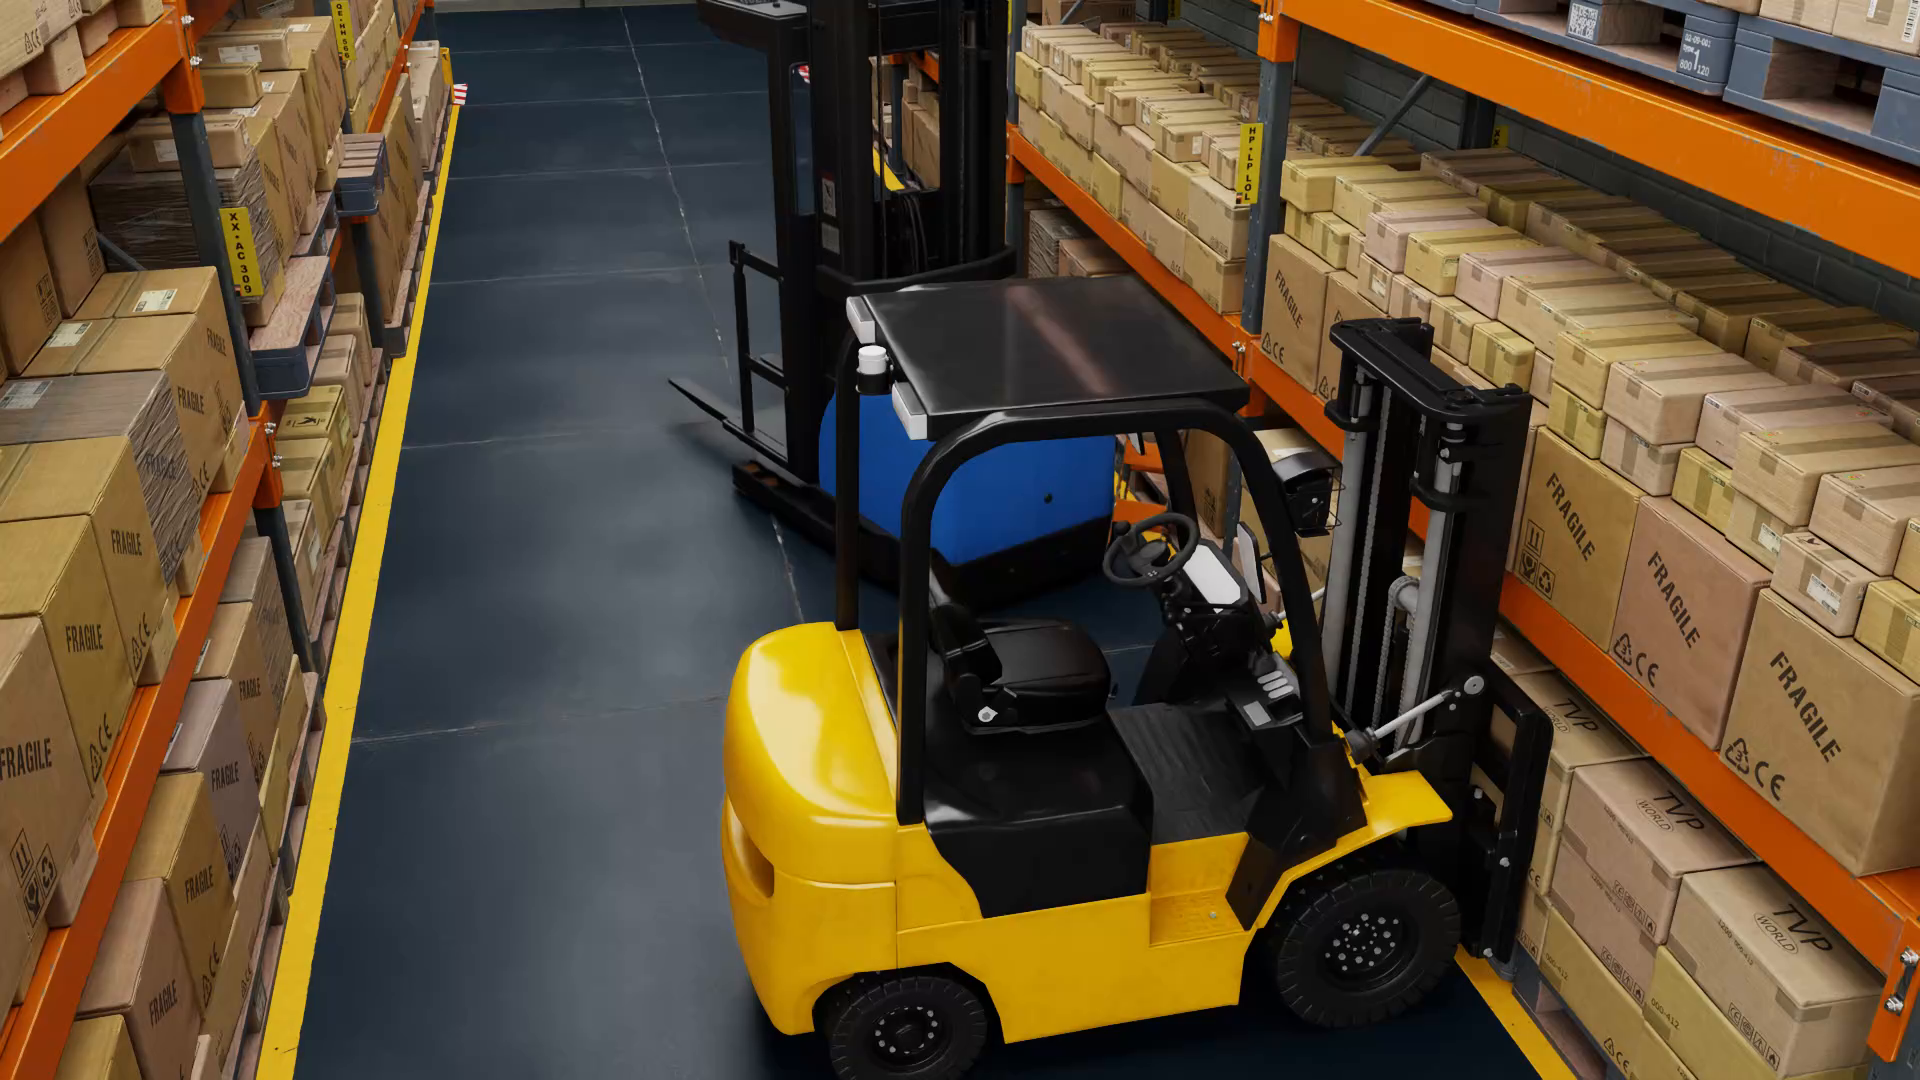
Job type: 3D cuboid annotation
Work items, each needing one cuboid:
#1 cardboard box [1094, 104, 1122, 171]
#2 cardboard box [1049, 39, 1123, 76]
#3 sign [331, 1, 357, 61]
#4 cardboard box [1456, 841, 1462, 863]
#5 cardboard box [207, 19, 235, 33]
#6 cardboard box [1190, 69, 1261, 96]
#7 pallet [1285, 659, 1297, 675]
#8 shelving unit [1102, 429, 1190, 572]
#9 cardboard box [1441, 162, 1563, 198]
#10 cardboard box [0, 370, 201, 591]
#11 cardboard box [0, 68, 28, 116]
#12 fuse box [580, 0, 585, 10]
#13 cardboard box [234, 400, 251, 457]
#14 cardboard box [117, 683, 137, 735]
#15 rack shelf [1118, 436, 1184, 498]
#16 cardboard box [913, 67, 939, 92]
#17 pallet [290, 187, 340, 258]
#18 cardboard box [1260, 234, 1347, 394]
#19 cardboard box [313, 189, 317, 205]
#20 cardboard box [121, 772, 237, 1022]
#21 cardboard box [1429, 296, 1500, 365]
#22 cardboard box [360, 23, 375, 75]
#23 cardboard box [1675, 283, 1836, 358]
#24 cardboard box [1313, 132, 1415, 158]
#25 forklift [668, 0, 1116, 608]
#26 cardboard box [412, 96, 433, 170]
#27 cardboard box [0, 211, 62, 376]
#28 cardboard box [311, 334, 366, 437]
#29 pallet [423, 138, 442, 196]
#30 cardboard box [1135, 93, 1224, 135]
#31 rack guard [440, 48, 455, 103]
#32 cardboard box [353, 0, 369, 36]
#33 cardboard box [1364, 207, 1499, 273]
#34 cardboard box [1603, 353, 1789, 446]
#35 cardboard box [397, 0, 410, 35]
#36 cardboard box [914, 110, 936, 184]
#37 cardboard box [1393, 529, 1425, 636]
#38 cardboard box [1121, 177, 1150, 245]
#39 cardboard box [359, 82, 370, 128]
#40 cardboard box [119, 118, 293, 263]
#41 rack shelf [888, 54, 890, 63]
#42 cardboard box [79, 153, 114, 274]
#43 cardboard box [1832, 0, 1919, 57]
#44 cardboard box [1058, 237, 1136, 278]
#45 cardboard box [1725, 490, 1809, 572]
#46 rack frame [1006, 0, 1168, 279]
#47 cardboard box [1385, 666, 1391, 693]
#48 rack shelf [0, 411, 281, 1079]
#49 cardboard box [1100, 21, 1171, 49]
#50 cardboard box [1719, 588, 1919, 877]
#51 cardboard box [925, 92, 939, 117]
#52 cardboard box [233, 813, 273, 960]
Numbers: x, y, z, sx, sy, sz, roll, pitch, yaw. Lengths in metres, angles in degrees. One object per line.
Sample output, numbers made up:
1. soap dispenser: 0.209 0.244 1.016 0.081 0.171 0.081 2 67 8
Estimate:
1. cardboard box: 1.015 -2.121 8.736 0.500 0.250 0.500 -6 27 -11
2. cardboard box: 0.731 -2.795 9.628 0.380 0.149 0.250 -5 27 -10
3. sign: -3.507 -2.893 9.456 0.100 0.325 0.005 -6 27 -12
4. cardboard box: 1.845 0.854 5.814 0.500 0.250 0.500 -5 27 -10
5. cardboard box: -4.158 -2.496 8.960 0.500 0.500 0.500 -7 28 -13
6. cardboard box: 1.437 -2.398 8.841 0.380 0.149 0.250 -5 27 -10
7. pallet: 1.841 0.496 7.033 1.003 0.211 1.213 -6 27 -12
8. shelving unit: 0.899 -0.338 7.792 0.252 1.050 0.215 9 -4 17
9. cardboard box: 2.085 -1.345 6.425 0.380 0.149 0.250 -7 28 -13
10. cardboard box: -2.546 -0.151 4.780 0.500 0.500 0.500 -5 27 -10
11. cardboard box: -2.570 -1.140 4.130 0.380 0.149 0.250 -5 27 -10
12. fuse box: -5.051 -7.912 22.026 0.539 1.711 0.414 -6 27 -12
13. cardboard box: -2.763 -0.374 5.941 0.380 0.149 0.250 -6 27 -12
14. cardboard box: -2.409 0.413 4.382 0.380 0.149 0.250 -7 28 -13
15. rack shelf: 0.897 -0.328 7.792 0.240 0.259 0.215 9 -4 17
16. cardboard box: -0.173 -3.814 13.736 0.380 0.149 0.250 -7 28 -14
17. pallet: -3.548 -1.402 7.911 1.003 0.211 1.213 -6 27 -12
18. cardboard box: 1.548 -0.925 6.643 0.500 0.500 0.500 -7 28 -13
19. cardboard box: -3.304 -1.636 7.974 0.380 0.149 0.250 -7 28 -13
20. cardboard box: -2.376 1.022 4.649 0.500 0.500 0.500 -5 27 -11
21. cardboard box: 1.779 -0.705 5.487 0.380 0.149 0.250 -7 28 -13
22. cardboard box: -4.123 -3.203 10.879 0.500 0.250 0.500 -6 27 -12
23. cardboard box: 2.416 -0.664 5.076 0.380 0.149 0.250 -6 27 -11
24. cardboard box: 1.823 -1.735 7.528 0.380 0.149 0.250 -7 28 -13
25. forklift: -0.532 -1.585 8.138 1.130 2.935 3.031 -18 32 -32
26. cardboard box: -4.972 -3.439 14.111 0.875 0.438 0.875 -6 27 -12
27. cardboard box: -3.151 -0.779 4.913 0.700 0.500 0.500 -6 27 -11
28. cardboard box: -3.742 -0.795 8.946 0.950 0.372 0.625 -6 27 -13
29. pallet: -5.030 -3.205 14.366 1.003 0.211 1.213 -6 27 -12
30. cardboard box: 1.093 -2.122 8.294 0.380 0.149 0.250 -6 27 -11
31. rack guard: -5.842 -4.759 17.124 1.175 0.500 0.348 -6 27 -12
32. cardboard box: -4.129 -3.530 10.695 0.500 0.500 0.500 -5 27 -10
33. cardboard box: 1.657 -1.059 5.858 0.380 0.149 0.250 -5 27 -10
34. cardboard box: 1.997 -0.386 4.525 0.380 0.149 0.250 -5 27 -10
35. cardboard box: -4.786 -4.386 13.499 0.500 0.500 0.500 -5 27 -10
36. cardboard box: -0.081 -3.218 13.604 0.500 0.500 0.500 -6 27 -12
37. cardboard box: 1.735 0.179 6.043 0.500 0.250 0.500 -5 27 -10
38. cardboard box: 1.134 -1.671 8.398 0.500 0.250 0.500 -6 27 -11
39. cardboard box: -4.032 -2.749 10.535 0.500 0.250 0.500 -7 28 -13
40. cardboard box: -3.072 -1.416 6.819 0.500 0.500 0.500 -6 27 -11
41. rack shelf: -0.551 -5.171 15.964 1.077 0.370 4.000 -6 27 -12
42. cardboard box: -3.460 -1.141 6.274 0.500 0.500 0.500 -6 27 -13
43. cardboard box: 2.122 -1.138 3.549 0.380 0.149 0.250 -7 28 -13
44. cardboard box: 1.084 -1.424 9.912 0.875 0.625 0.625 -5 27 -10
45. cardboard box: 2.168 -0.033 4.156 0.380 0.149 0.250 -5 27 -11
46. rack frame: 0.801 -2.858 10.584 1.000 3.000 0.127 -6 27 -12
47. cardboard box: 1.729 0.401 6.157 0.500 0.250 0.500 -6 27 -12
48. rack shelf: -2.682 0.603 4.525 1.077 0.370 4.000 -6 27 -12
49. cardboard box: 1.072 -3.070 10.173 0.380 0.149 0.250 -5 27 -10
50. cardboard box: 2.238 0.420 3.978 0.500 0.500 0.500 -7 28 -13
51. cardboard box: -0.072 -3.565 13.573 0.380 0.149 0.250 -7 28 -14
52. cardboard box: -2.497 1.132 5.263 0.500 0.250 0.500 -6 27 -11
